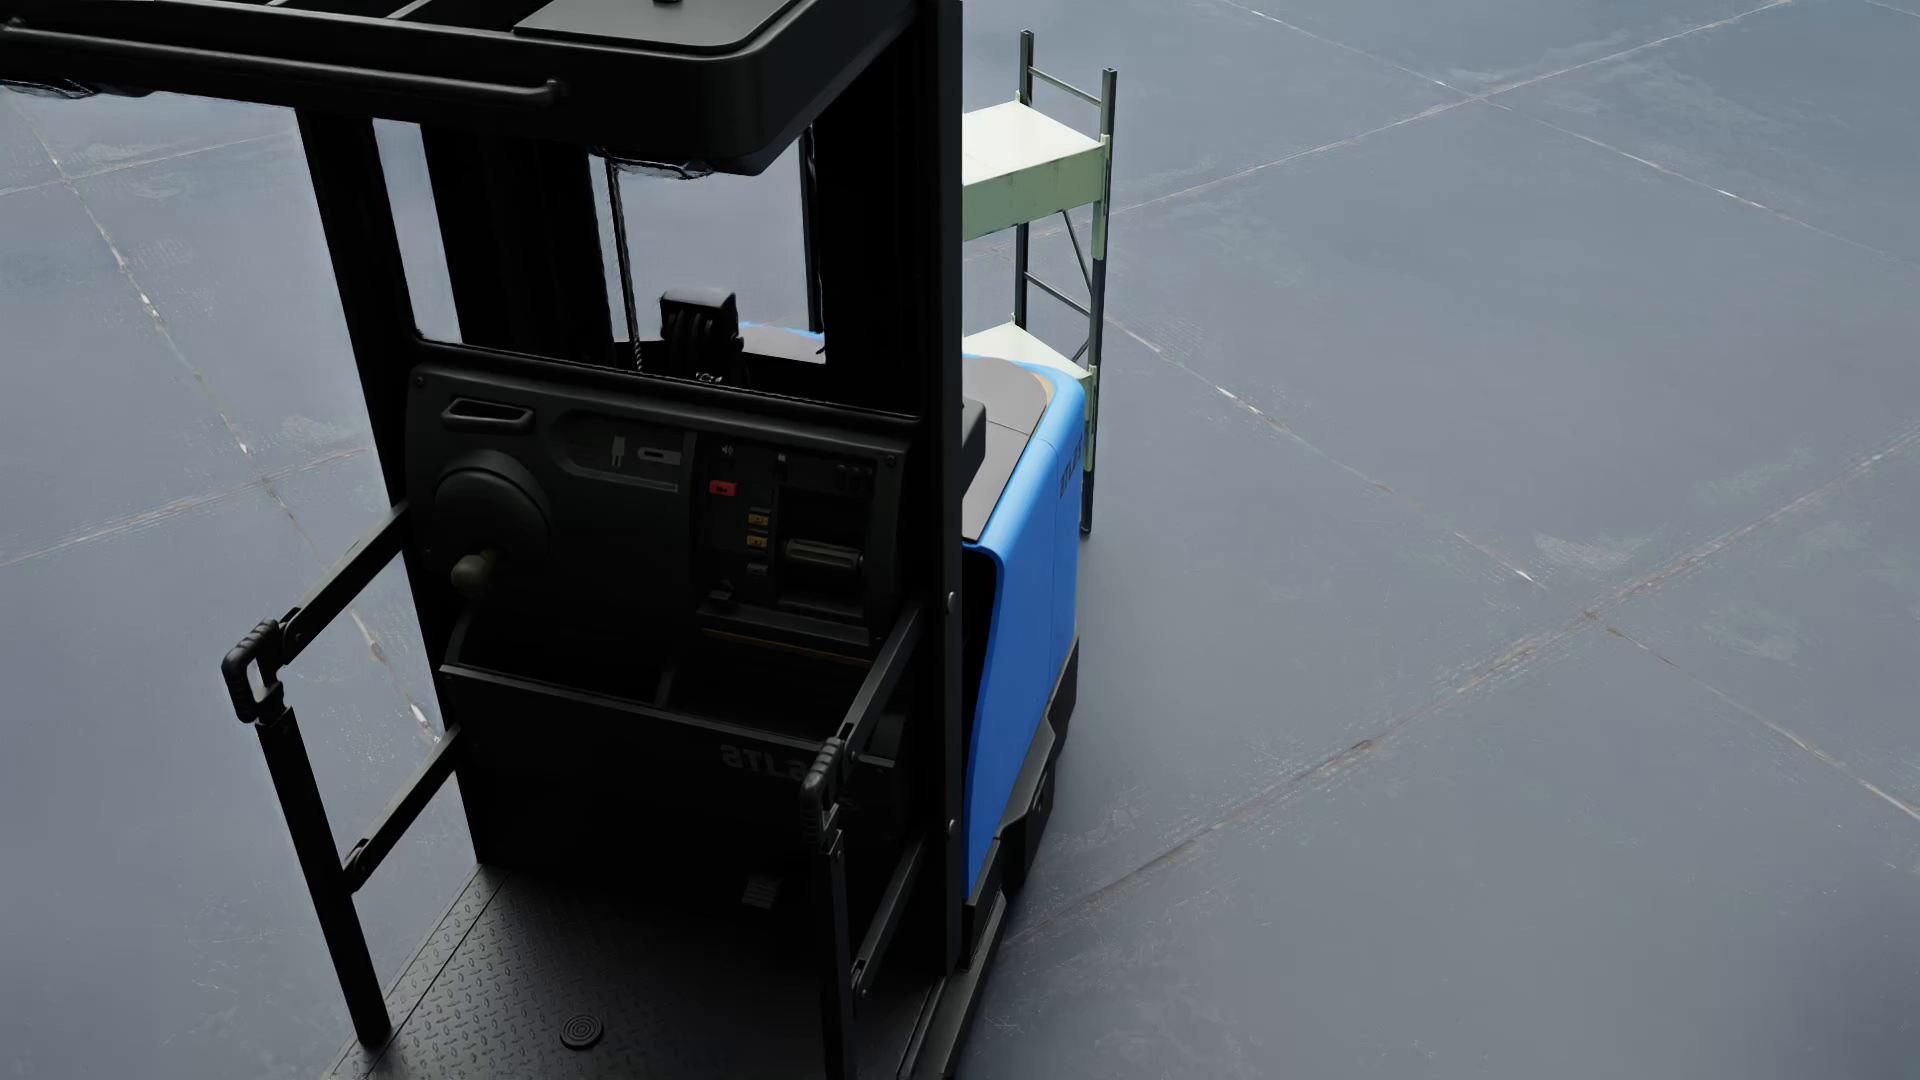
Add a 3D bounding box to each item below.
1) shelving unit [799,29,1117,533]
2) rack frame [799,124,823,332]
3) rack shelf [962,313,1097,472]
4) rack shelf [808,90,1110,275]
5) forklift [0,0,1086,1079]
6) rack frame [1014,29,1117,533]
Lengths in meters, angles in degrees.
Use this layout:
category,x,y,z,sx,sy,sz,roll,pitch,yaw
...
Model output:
category,x,y,z,sx,sy,sz,roll,pitch,yaw
shelving unit,-0.005,-0.607,4.809,0.755,1.500,0.431,-22,41,-28
rack frame,-0.305,-0.484,4.638,0.023,1.500,0.400,-22,41,-28
rack shelf,-0.005,-0.342,4.999,0.720,0.370,0.431,-22,41,-28
rack shelf,-0.005,-0.923,4.581,0.720,0.370,0.431,-22,41,-28
forklift,-0.603,0.013,2.721,1.130,2.935,3.031,10,37,14
rack frame,0.294,-0.730,4.980,0.023,1.500,0.400,-22,41,-28
